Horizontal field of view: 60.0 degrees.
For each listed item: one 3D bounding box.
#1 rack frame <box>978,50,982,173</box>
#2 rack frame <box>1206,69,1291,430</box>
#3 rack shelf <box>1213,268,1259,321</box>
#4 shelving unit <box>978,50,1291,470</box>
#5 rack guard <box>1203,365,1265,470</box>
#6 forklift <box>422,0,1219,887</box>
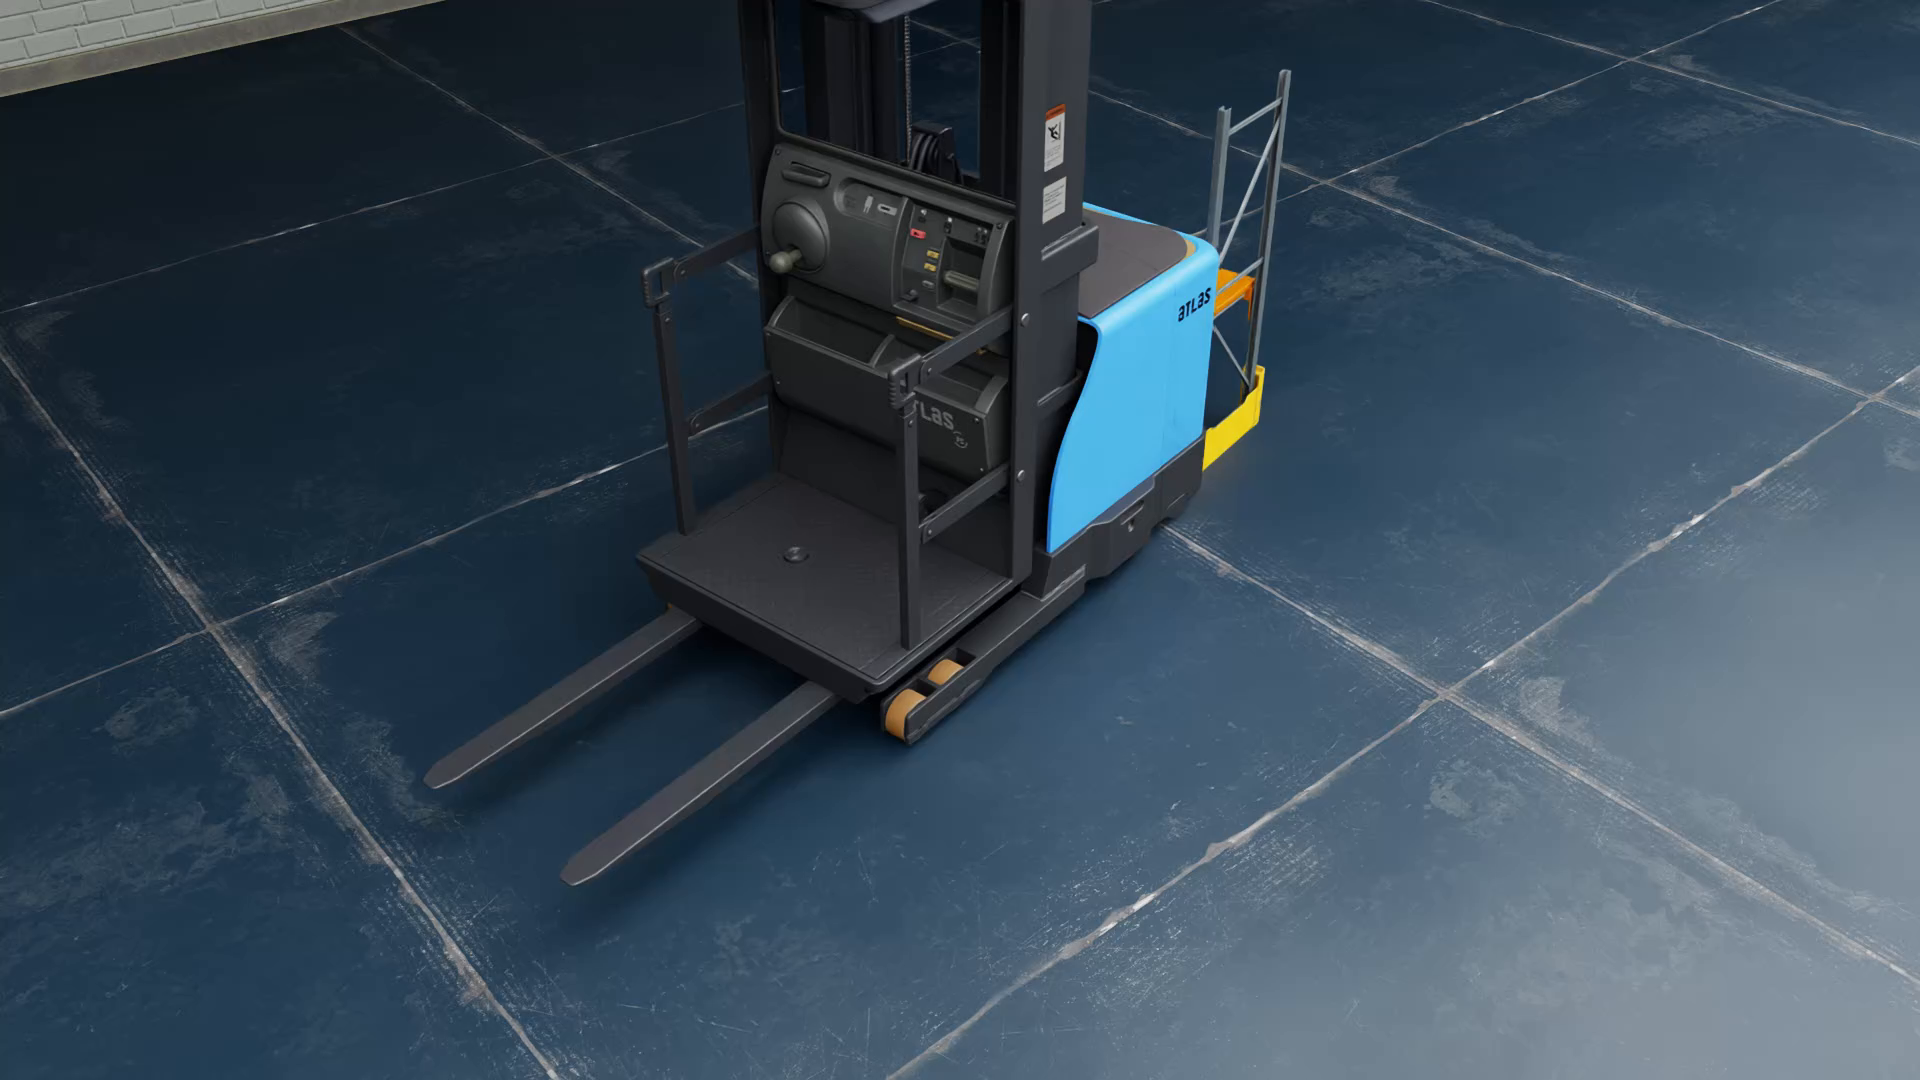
[{"bbox_3d":[0.230,-1.336,6.838,0.032,1.500,0.500,23,41,29],"label":"rack frame"},{"bbox_3d":[1.051,-0.989,6.349,0.032,1.500,0.500,23,41,29],"label":"rack frame"},{"bbox_3d":[0.641,-1.016,6.697,1.000,0.185,0.538,23,41,29],"label":"rack shelf"},{"bbox_3d":[0.648,-1.160,6.589,1.083,1.500,0.587,23,41,29],"label":"shelving unit"},{"bbox_3d":[1.050,-0.479,6.710,0.087,0.250,0.587,23,41,29],"label":"rack guard"},{"bbox_3d":[-0.376,-0.874,4.949,1.130,2.935,3.031,25,42,30],"label":"forklift"}]
